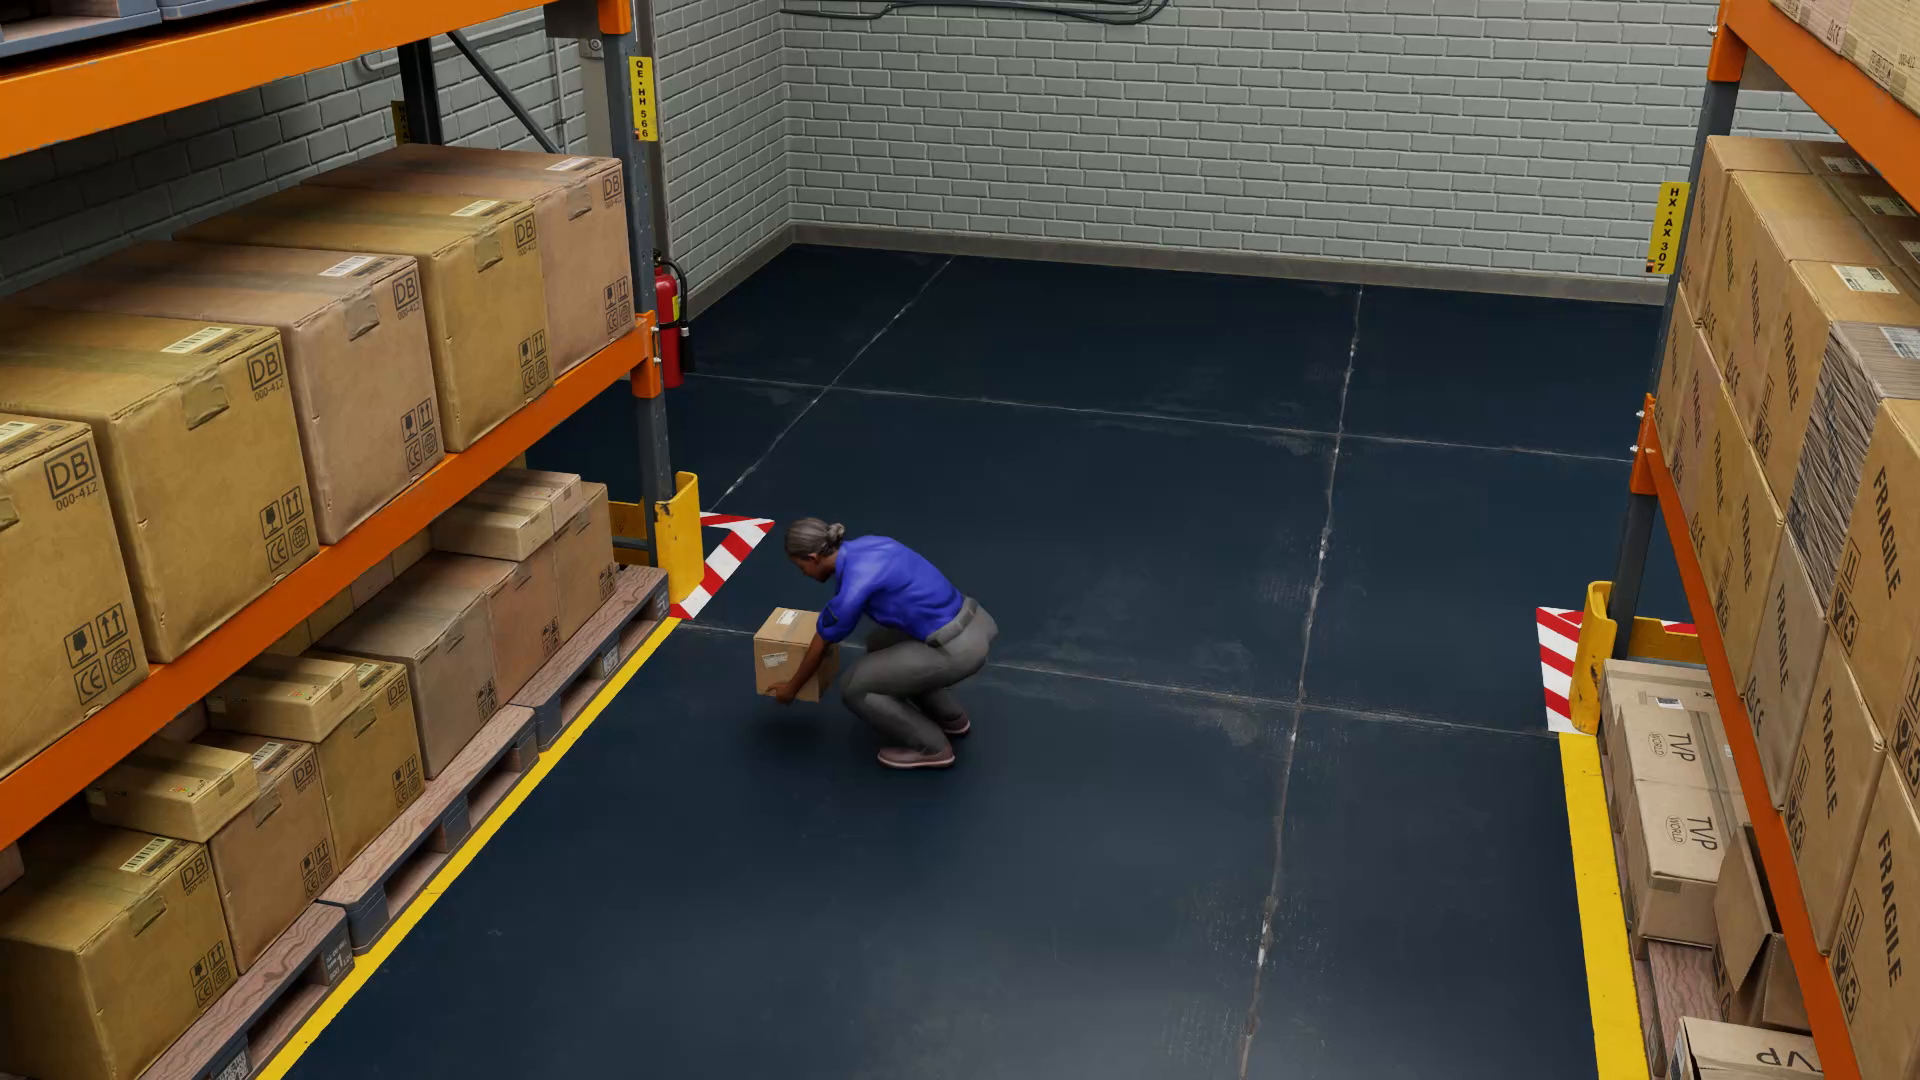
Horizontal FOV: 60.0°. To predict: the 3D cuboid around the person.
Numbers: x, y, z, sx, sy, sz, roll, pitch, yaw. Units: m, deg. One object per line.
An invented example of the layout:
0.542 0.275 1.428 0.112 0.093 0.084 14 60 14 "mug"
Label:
-0.296 0.356 6.221 0.860 0.939 0.459 6 26 12 "person"
